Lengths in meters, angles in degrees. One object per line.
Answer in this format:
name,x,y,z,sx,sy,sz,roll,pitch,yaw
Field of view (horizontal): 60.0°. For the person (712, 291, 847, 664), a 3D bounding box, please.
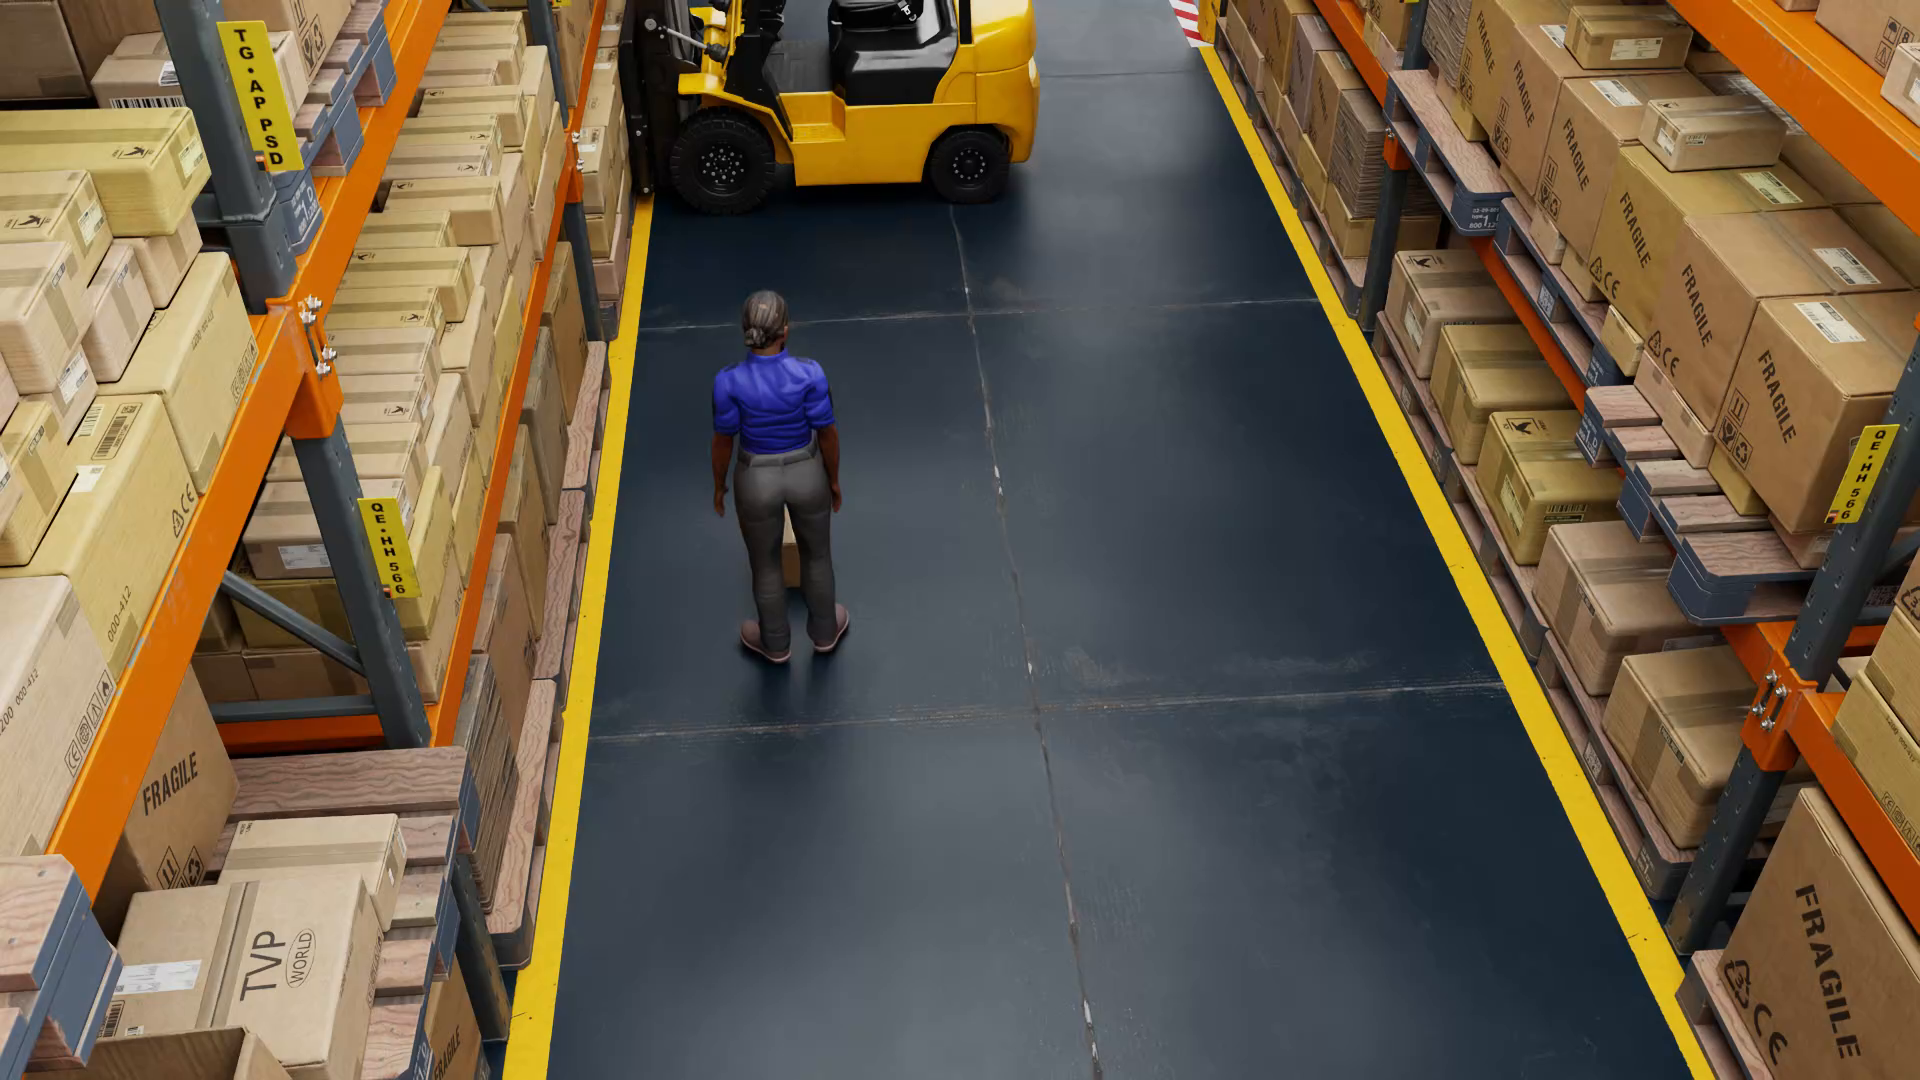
person,-0.697,-0.221,6.391,0.488,1.668,0.331,-8,40,-9
